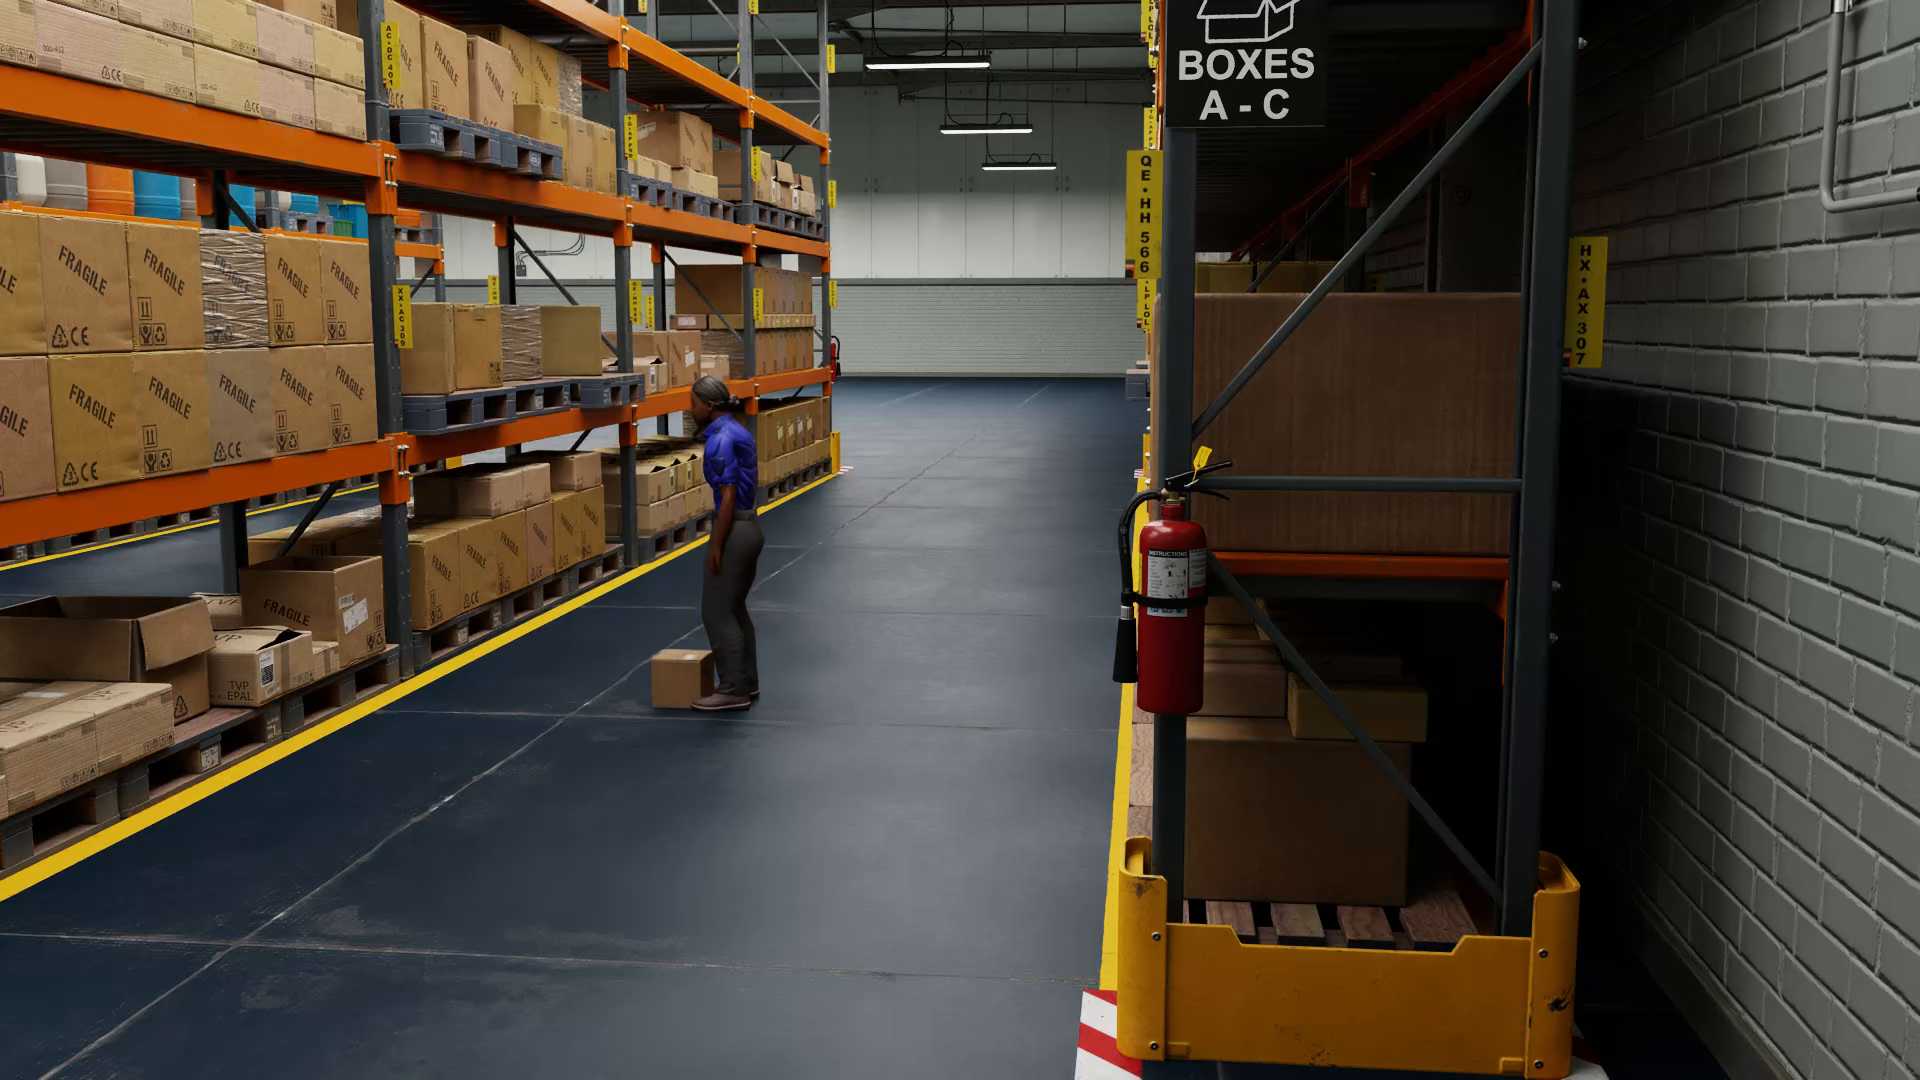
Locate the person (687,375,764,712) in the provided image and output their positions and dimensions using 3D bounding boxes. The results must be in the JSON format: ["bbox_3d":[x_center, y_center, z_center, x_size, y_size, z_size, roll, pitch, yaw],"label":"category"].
[{"bbox_3d":[-1.165,0.006,8.273,0.352,1.654,0.512,1,8,6],"label":"person"}]
